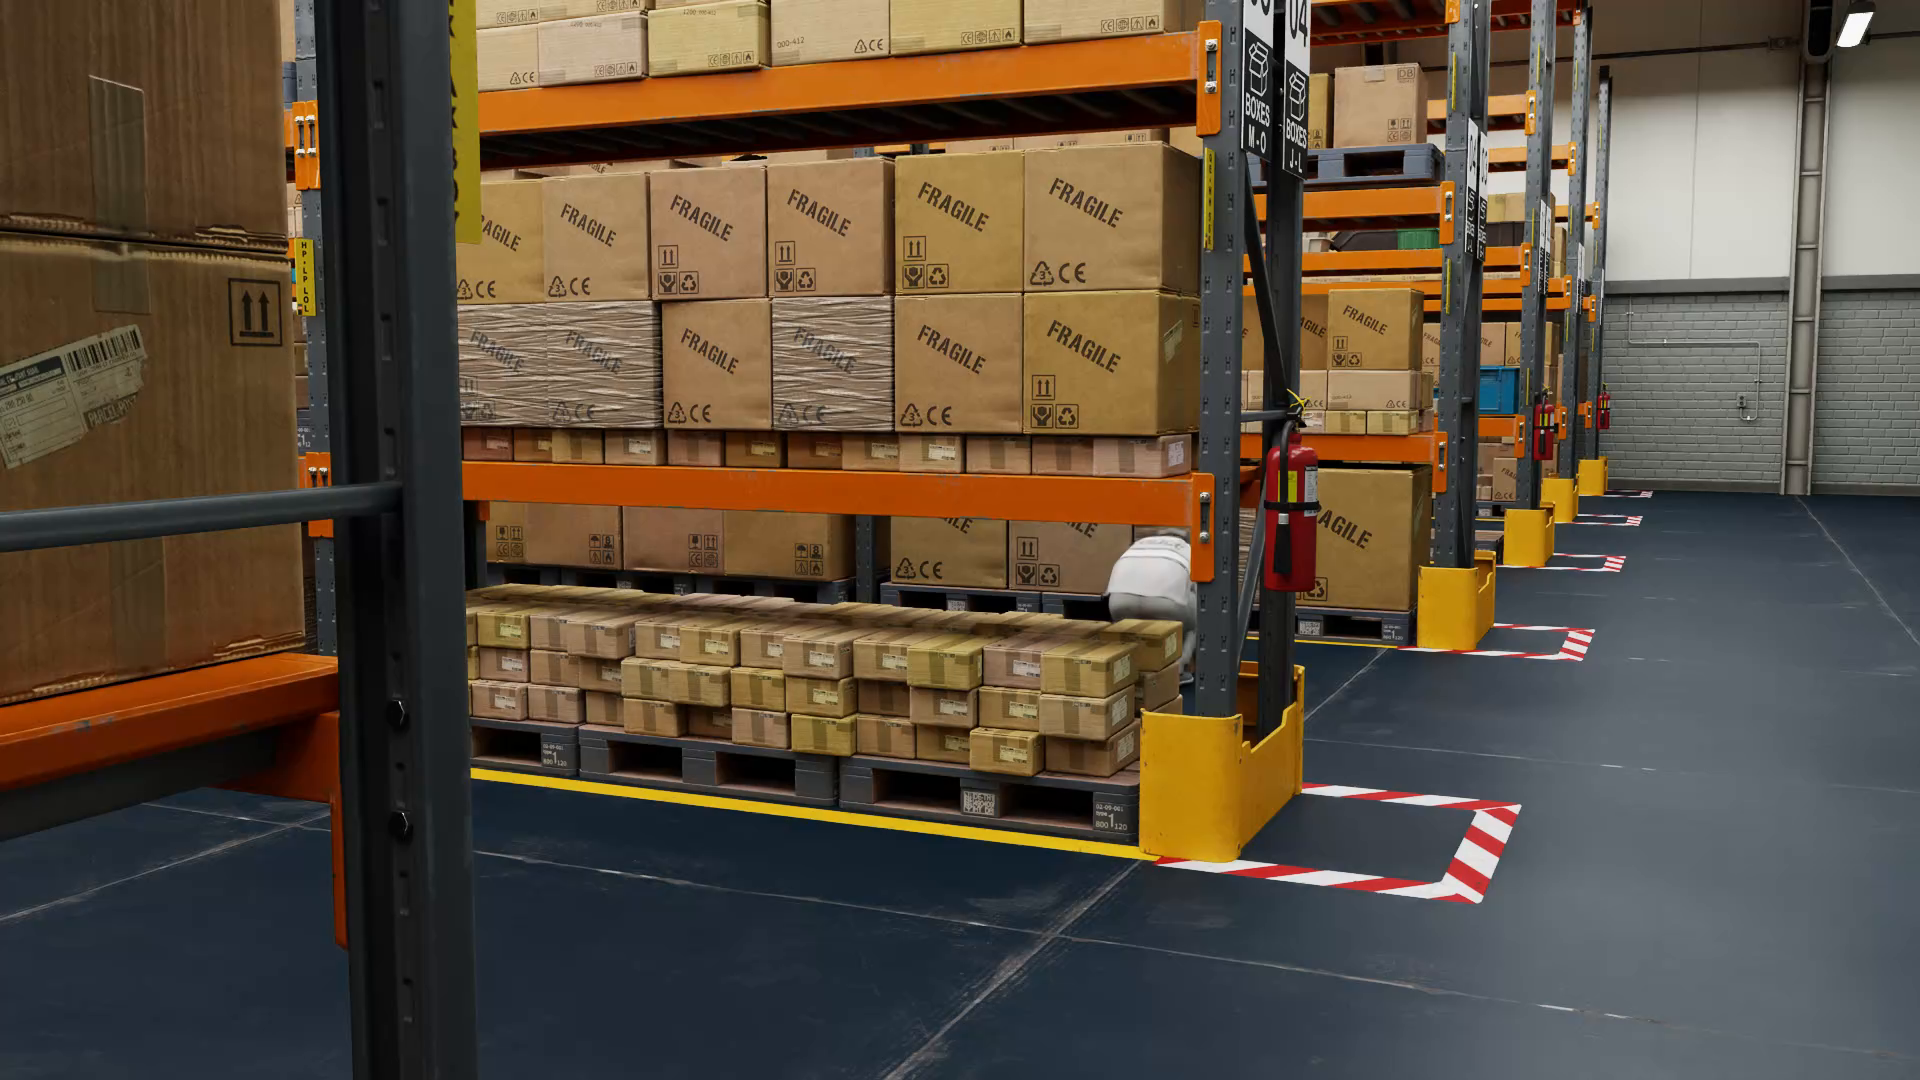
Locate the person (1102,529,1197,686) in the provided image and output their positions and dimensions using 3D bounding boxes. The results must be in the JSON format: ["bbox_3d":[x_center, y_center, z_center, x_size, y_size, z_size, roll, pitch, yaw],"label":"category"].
[{"bbox_3d":[1.102,0.378,9.149,0.528,0.819,1.020,2,6,22],"label":"person"}]
